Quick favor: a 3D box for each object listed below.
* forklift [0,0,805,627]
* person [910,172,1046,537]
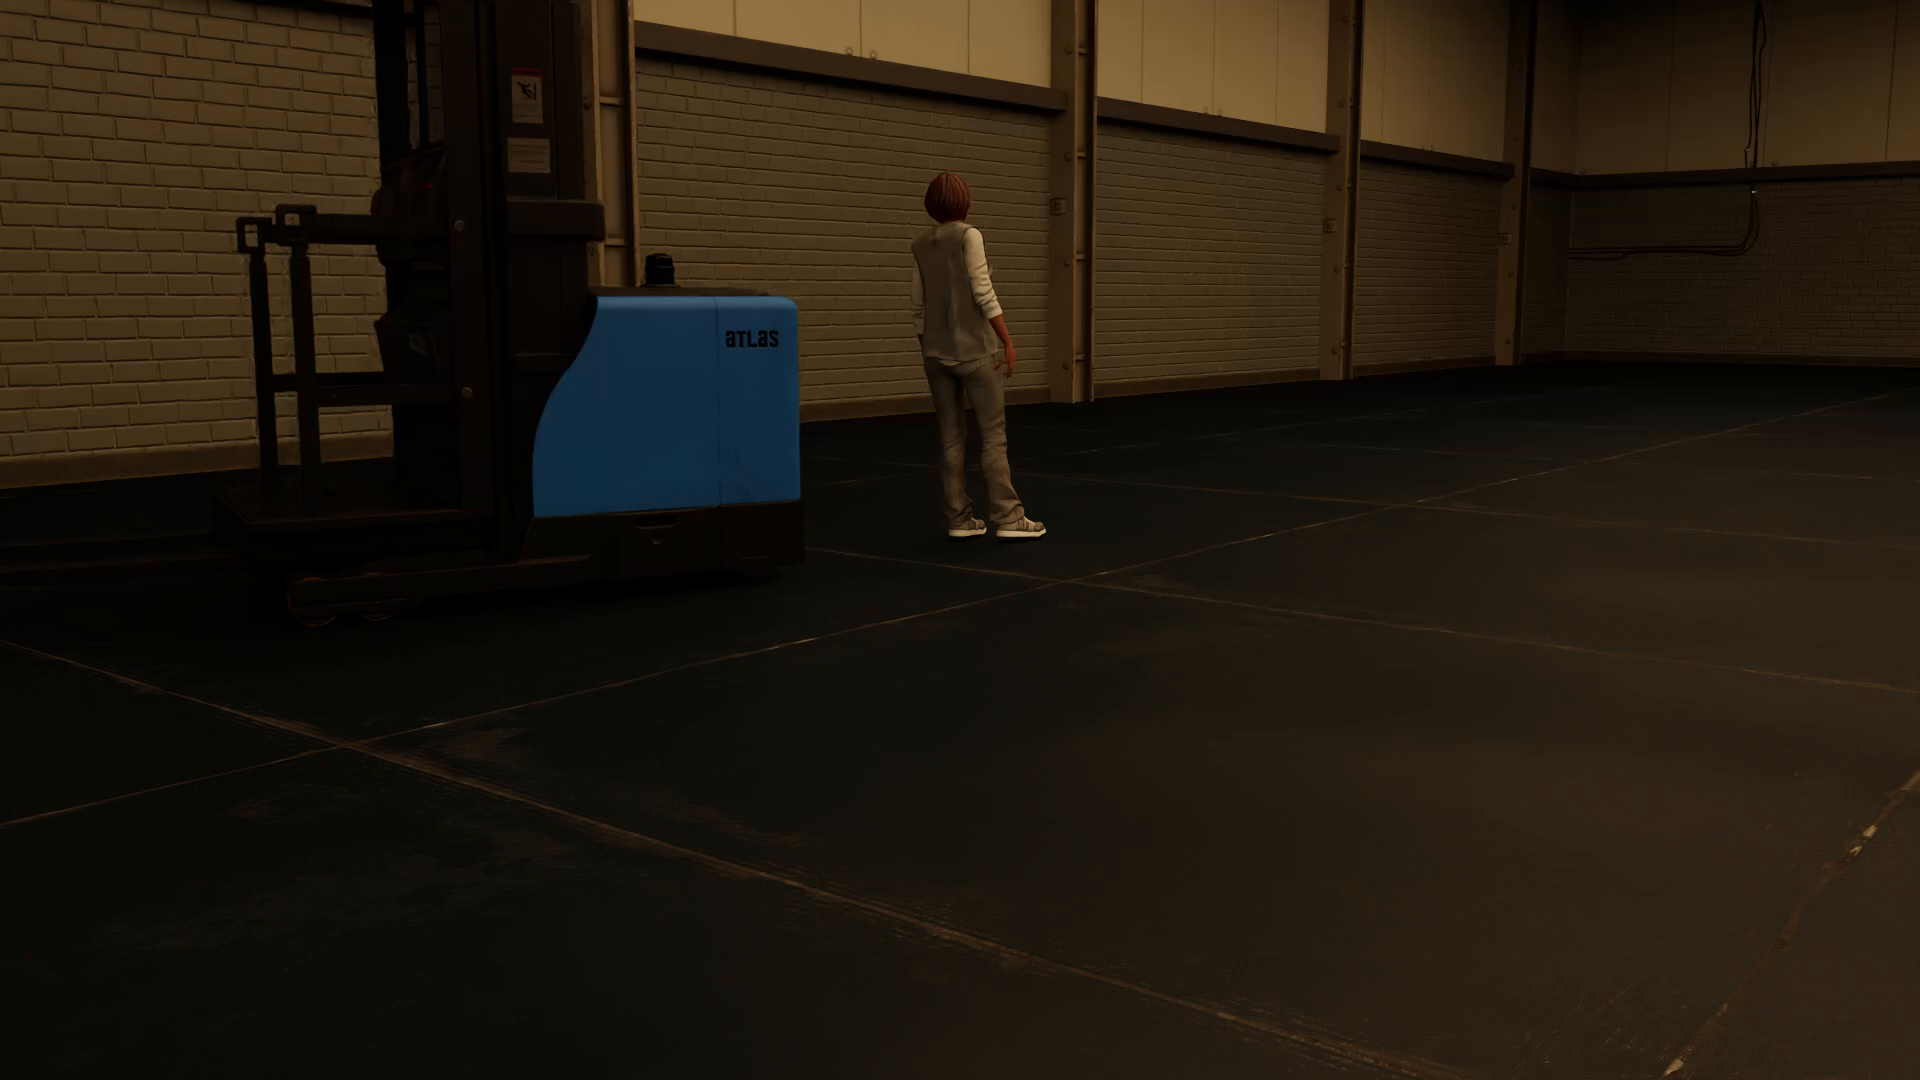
[{"bbox_3d":[-2.130,-1.251,5.834,3.031,2.935,1.130,-5,10,-30],"label":"forklift"},{"bbox_3d":[0.058,-0.801,7.337,0.519,1.591,0.474,7,11,38],"label":"person"}]
